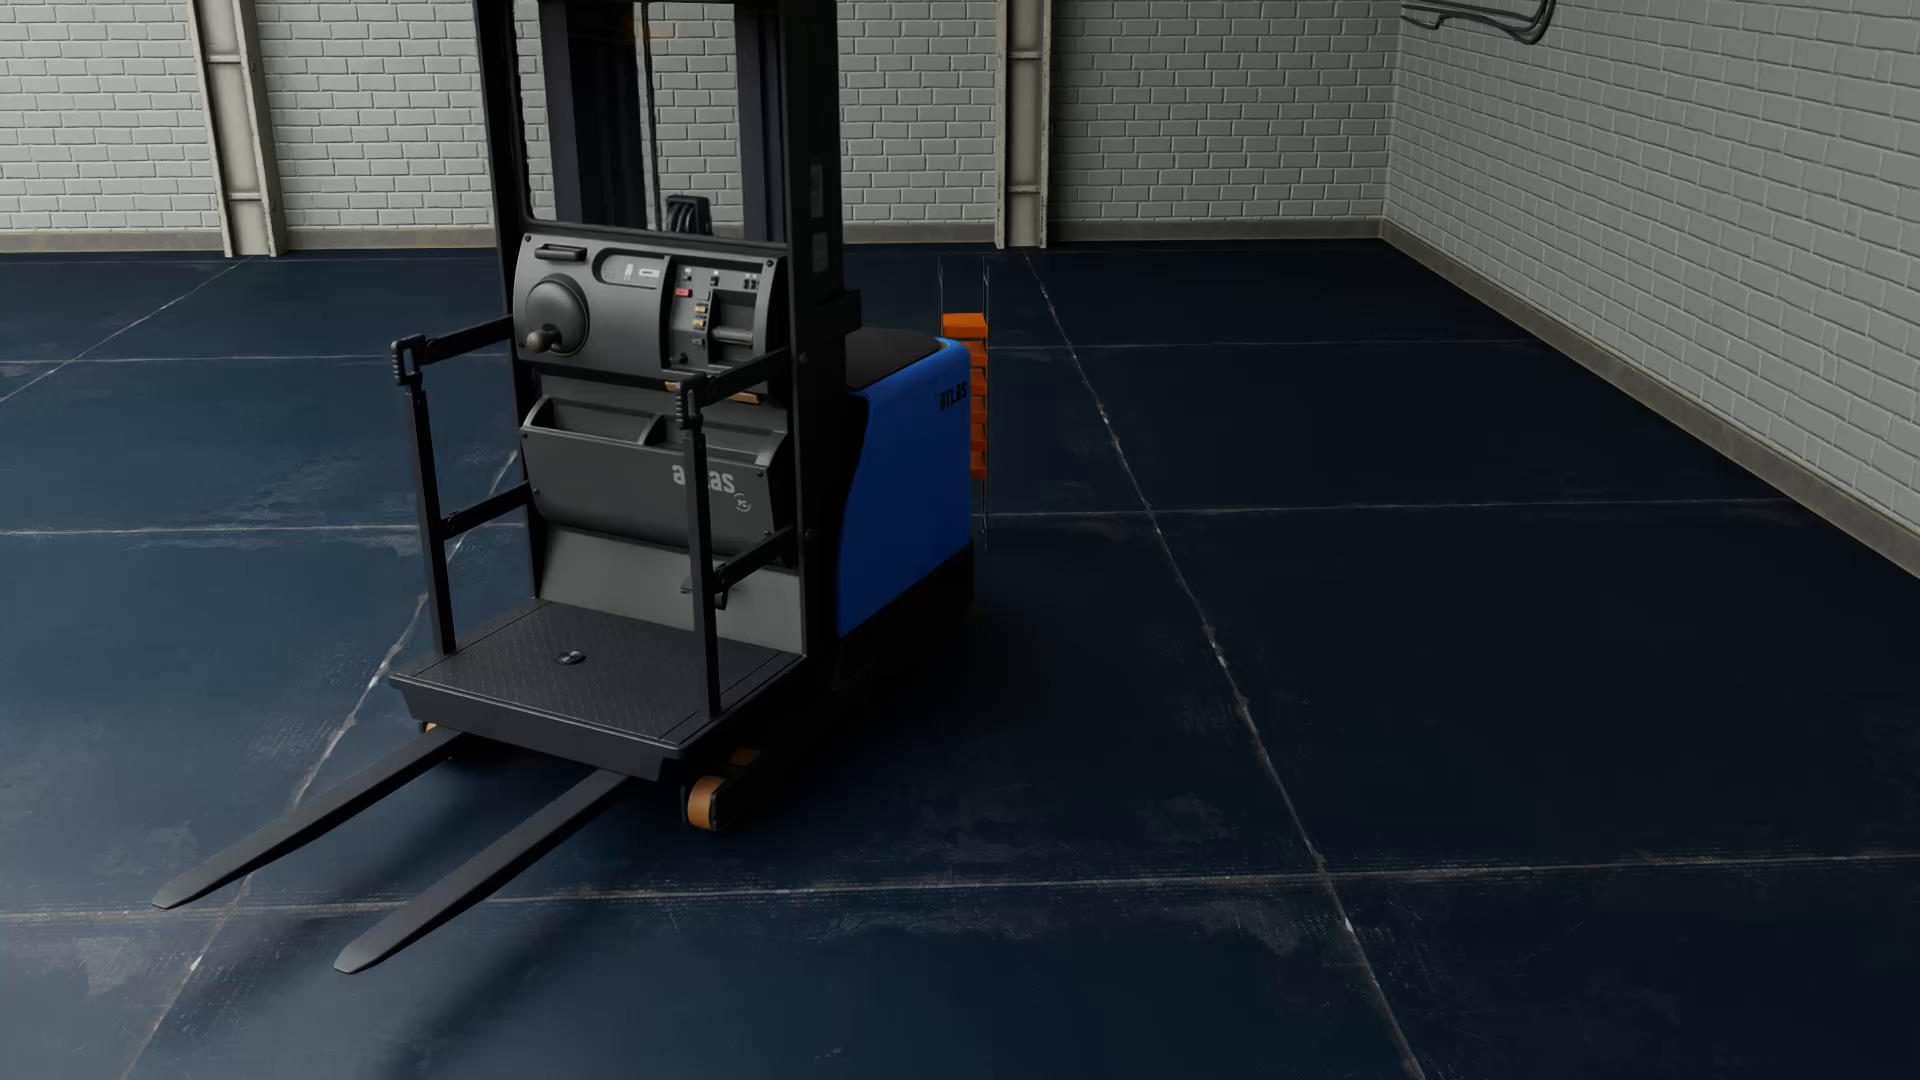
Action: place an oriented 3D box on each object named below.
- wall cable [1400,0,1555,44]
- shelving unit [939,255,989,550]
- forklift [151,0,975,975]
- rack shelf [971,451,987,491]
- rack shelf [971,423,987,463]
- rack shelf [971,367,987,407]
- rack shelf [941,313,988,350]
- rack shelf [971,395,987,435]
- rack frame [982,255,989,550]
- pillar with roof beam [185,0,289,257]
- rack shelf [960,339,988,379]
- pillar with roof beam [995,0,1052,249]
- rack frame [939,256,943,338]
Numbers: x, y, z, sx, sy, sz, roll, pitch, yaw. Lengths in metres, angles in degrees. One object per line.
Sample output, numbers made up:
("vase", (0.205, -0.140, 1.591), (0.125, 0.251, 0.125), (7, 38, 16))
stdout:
("wall cable", (3.504, -4.716, 11.226), (0.112, 2.526, 3.097), (-1, 21, -3))
("shelving unit", (0.014, -0.561, 6.908), (0.189, 1.200, 0.258), (-1, 21, -3))
("forklift", (-1.047, -0.692, 4.820), (1.130, 2.935, 3.031), (10, 23, 24))
("rack shelf", (0.014, -0.295, 7.009), (0.180, 0.103, 0.258), (-1, 21, -3))
("rack shelf", (0.014, -0.407, 6.967), (0.180, 0.103, 0.258), (-1, 21, -3))
("rack shelf", (0.014, -0.632, 6.881), (0.180, 0.103, 0.258), (-1, 21, -3))
("rack shelf", (0.014, -0.856, 6.796), (0.180, 0.103, 0.258), (-1, 21, -3))
("rack shelf", (0.014, -0.520, 6.924), (0.180, 0.103, 0.258), (-1, 21, -3))
("rack frame", (0.106, -0.563, 6.913), (0.006, 1.200, 0.240), (-1, 21, -3))
("pillar with roof beam", (-5.257, -4.926, 7.413), (0.400, 9.000, 9.100), (-1, 21, -3))
("rack shelf", (0.014, -0.744, 6.839), (0.180, 0.103, 0.258), (-1, 21, -3))
("pillar with roof beam", (0.733, -5.048, 7.733), (0.400, 9.000, 9.100), (-1, 21, -3))
("rack frame", (-0.077, -0.559, 6.903), (0.006, 1.200, 0.240), (-1, 21, -3))
